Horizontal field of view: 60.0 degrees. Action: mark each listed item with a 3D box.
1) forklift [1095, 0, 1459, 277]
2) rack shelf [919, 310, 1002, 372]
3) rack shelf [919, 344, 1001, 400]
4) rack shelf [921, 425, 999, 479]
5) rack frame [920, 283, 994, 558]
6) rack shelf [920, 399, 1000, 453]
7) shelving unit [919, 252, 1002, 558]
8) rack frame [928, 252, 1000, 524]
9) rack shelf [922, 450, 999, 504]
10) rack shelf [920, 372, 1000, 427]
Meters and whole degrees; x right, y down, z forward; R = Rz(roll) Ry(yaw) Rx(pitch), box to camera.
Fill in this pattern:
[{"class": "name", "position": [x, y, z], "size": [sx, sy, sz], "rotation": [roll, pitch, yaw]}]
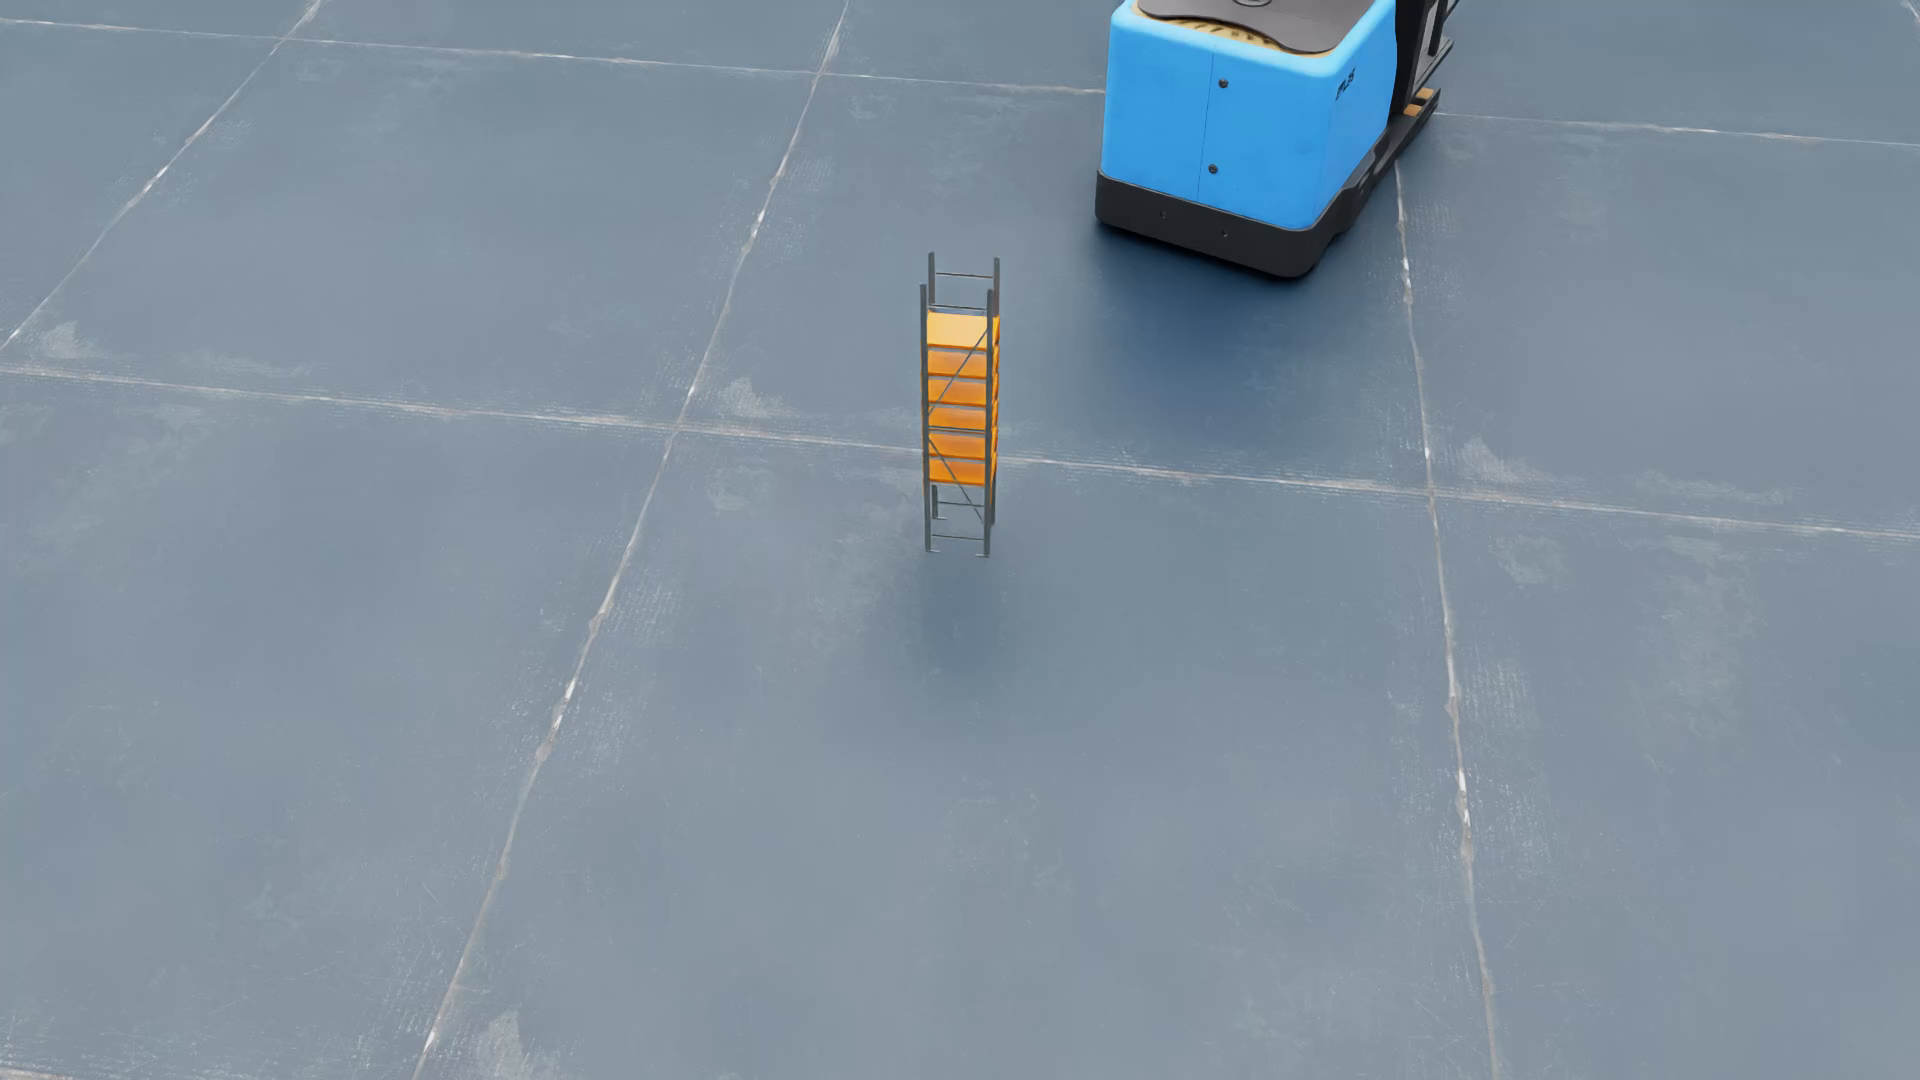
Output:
[{"class": "forklift", "position": [1.794, -3.234, 7.534], "size": [1.130, 2.935, 3.031], "rotation": [21, 47, 21]}, {"class": "rack shelf", "position": [0.002, -0.675, 5.631], "size": [0.258, 0.103, 0.180], "rotation": [5, 44, 6]}, {"class": "rack shelf", "position": [0.002, -0.588, 5.713], "size": [0.258, 0.103, 0.180], "rotation": [5, 44, 6]}, {"class": "rack shelf", "position": [0.002, -0.326, 5.961], "size": [0.258, 0.103, 0.180], "rotation": [5, 44, 6]}, {"class": "rack frame", "position": [-0.010, -0.383, 5.782], "size": [0.240, 1.200, 0.006], "rotation": [5, 44, 6]}, {"class": "rack shelf", "position": [0.002, -0.413, 5.878], "size": [0.258, 0.103, 0.180], "rotation": [5, 44, 6]}, {"class": "shelving unit", "position": [0.002, -0.446, 5.848], "size": [0.258, 1.200, 0.189], "rotation": [5, 44, 6]}, {"class": "rack frame", "position": [0.014, -0.508, 5.914], "size": [0.240, 1.200, 0.006], "rotation": [5, 44, 6]}, {"class": "rack shelf", "position": [0.002, -0.239, 6.043], "size": [0.258, 0.103, 0.180], "rotation": [5, 44, 6]}, {"class": "rack shelf", "position": [0.002, -0.500, 5.796], "size": [0.258, 0.103, 0.180], "rotation": [5, 44, 6]}]
